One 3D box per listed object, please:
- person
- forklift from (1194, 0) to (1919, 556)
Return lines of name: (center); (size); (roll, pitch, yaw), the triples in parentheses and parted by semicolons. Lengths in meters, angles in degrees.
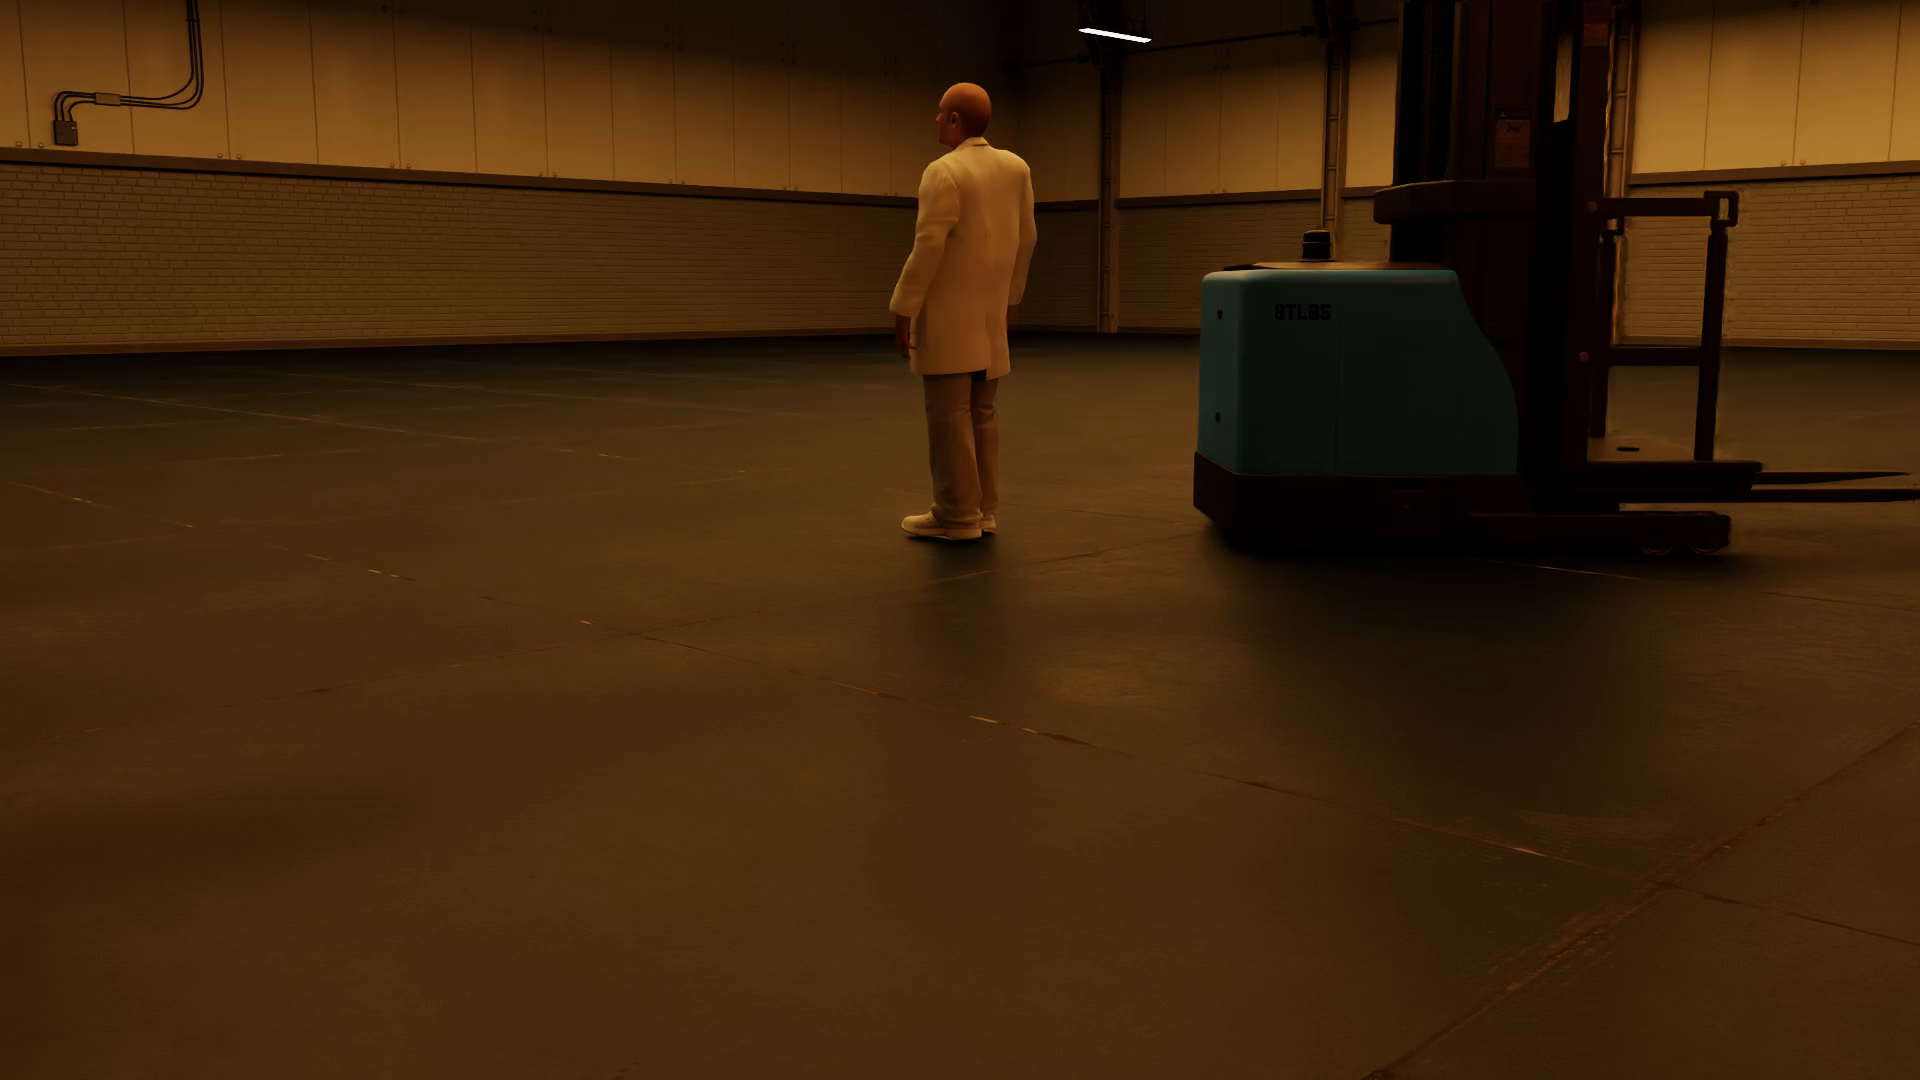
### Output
person: (-0.062, -0.896, 6.649); (0.581, 1.775, 0.694); (8, 12, 43)
forklift: (2.539, -1.467, 6.619); (3.031, 2.935, 1.130); (0, 9, -2)
